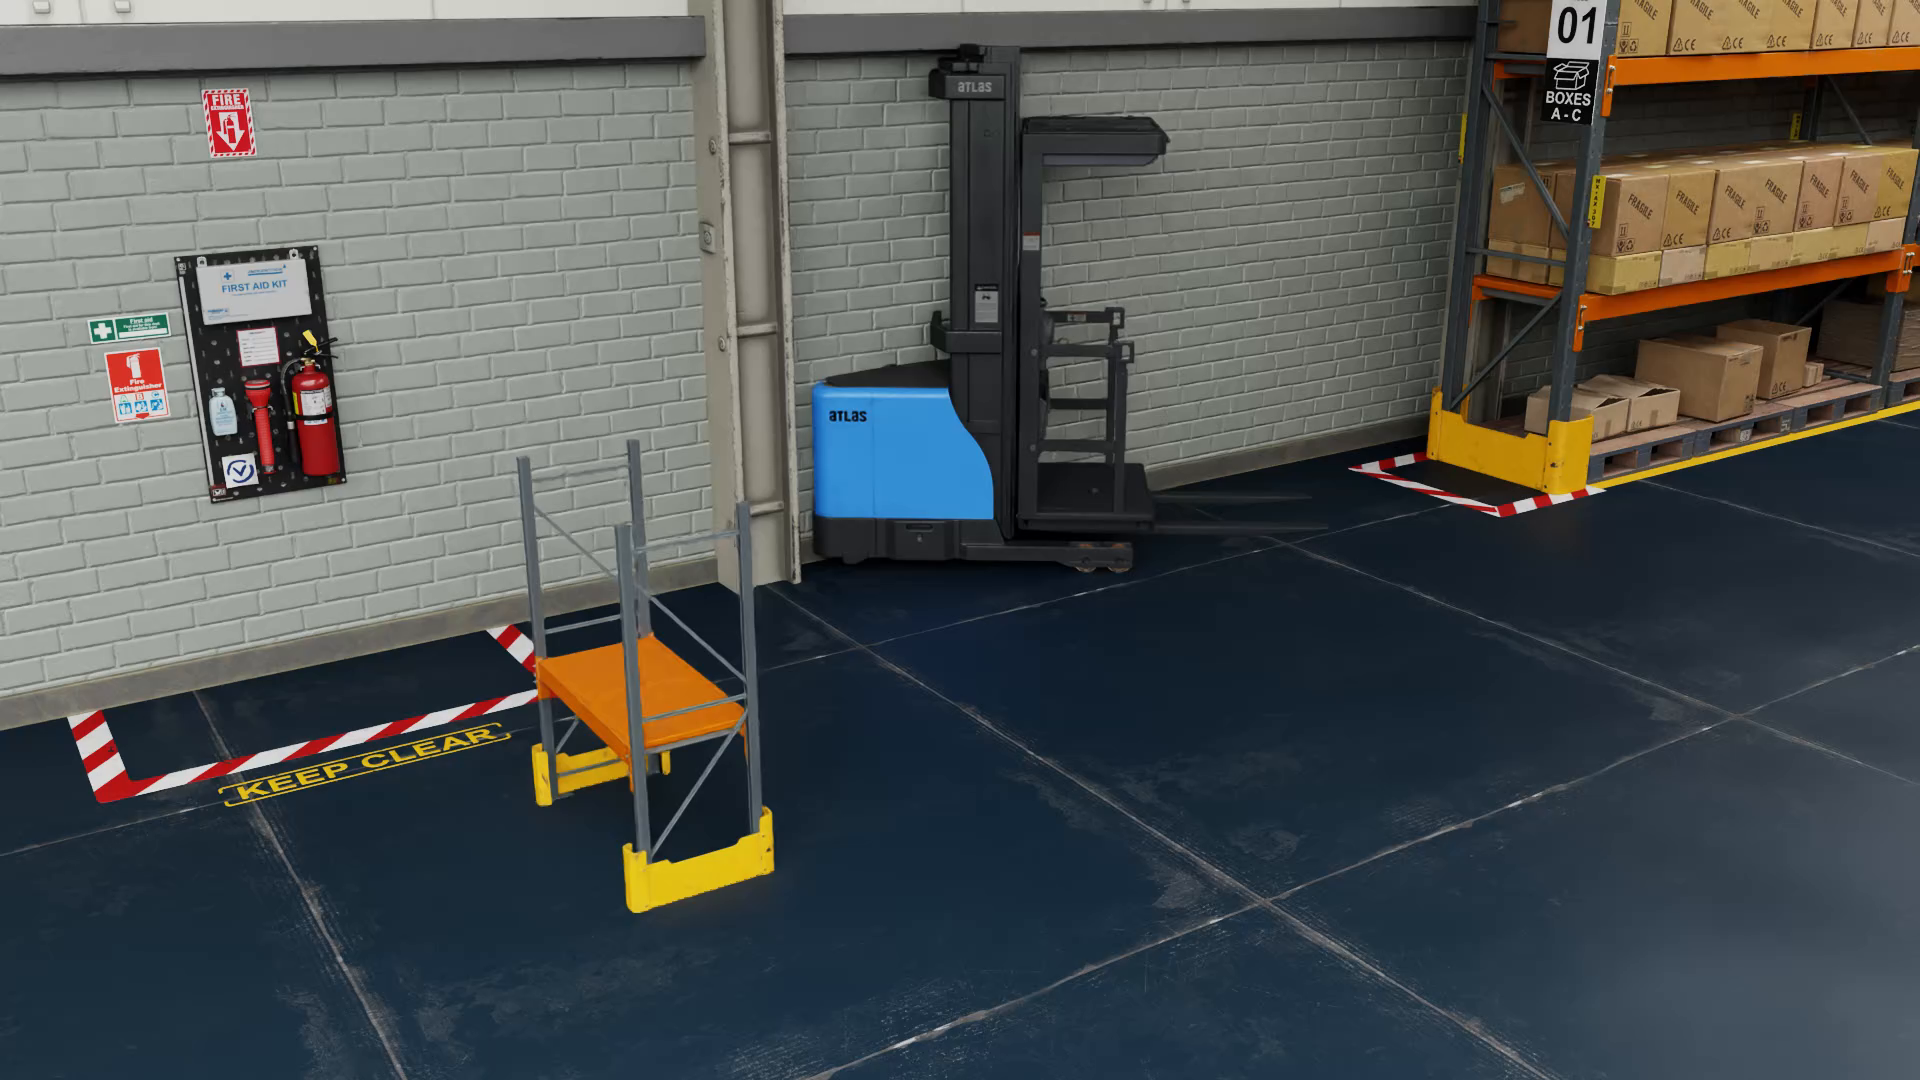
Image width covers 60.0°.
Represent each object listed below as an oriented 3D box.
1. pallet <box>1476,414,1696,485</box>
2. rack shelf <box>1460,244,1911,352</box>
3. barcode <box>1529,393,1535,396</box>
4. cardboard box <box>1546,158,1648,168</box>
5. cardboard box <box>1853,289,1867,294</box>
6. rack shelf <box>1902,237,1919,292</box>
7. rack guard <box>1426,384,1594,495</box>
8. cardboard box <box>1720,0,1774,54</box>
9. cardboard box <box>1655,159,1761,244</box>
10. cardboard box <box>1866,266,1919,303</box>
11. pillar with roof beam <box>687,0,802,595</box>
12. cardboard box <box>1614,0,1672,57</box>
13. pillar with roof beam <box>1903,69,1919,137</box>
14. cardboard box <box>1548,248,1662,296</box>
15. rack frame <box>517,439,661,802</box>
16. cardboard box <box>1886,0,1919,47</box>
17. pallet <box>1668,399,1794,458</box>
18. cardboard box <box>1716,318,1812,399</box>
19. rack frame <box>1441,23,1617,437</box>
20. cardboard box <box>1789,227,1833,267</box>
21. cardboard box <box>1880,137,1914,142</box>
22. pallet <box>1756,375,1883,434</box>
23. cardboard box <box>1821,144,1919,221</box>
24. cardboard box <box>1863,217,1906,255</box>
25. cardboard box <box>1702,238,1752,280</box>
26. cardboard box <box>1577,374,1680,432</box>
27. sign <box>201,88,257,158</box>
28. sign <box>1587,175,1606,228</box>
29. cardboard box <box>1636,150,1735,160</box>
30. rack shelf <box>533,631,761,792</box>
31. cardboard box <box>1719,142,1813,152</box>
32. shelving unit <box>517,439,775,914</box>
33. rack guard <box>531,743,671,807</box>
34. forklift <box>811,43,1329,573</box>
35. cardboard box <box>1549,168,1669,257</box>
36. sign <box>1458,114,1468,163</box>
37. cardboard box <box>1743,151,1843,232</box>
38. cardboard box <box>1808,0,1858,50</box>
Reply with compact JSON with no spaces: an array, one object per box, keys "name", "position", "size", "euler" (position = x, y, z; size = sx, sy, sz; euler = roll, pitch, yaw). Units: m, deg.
[{"name":"pallet","position":[4.509,-0.714,12.027],"size":[1.213,0.211,1.003],"euler":[-12,22,-31]},{"name":"rack shelf","position":[5.418,-1.899,12.302],"size":[4.000,0.370,1.077],"euler":[-12,22,-31]},{"name":"barcode","position":[4.170,-1.035,12.119],"size":[0.075,0.075,0.001],"euler":[-12,22,-31]},{"name":"cardboard box","position":[4.450,-2.407,11.714],"size":[0.500,0.500,0.500],"euler":[-12,22,-31]},{"name":"cardboard box","position":[8.098,-1.855,14.265],"size":[0.500,0.500,0.700],"euler":[-12,22,-32]},{"name":"rack shelf","position":[8.759,-2.604,14.386],"size":[4.000,0.370,1.077],"euler":[-12,22,-31]},{"name":"rack guard","position":[3.811,-0.717,11.585],"size":[0.348,0.500,1.175],"euler":[-12,22,-31]},{"name":"cardboard box","position":[5.064,-3.535,11.147],"size":[0.500,0.500,0.500],"euler":[-11,21,-29]},{"name":"cardboard box","position":[5.165,-2.359,11.571],"size":[0.500,0.500,0.500],"euler":[-13,22,-33]},{"name":"cardboard box","position":[8.060,-2.184,14.068],"size":[0.500,0.250,0.500],"euler":[-12,22,-33]},{"name":"pillar with roof beam","position":[1.213,-2.876,4.701],"size":[0.400,9.000,9.100],"euler":[-12,22,-31]},{"name":"cardboard box","position":[4.165,-3.358,10.622],"size":[0.500,0.500,0.500],"euler":[-11,22,-30]},{"name":"pillar with roof beam","position":[11.235,-4.990,10.953],"size":[0.400,9.000,9.100],"euler":[-12,22,-31]},{"name":"cardboard box","position":[4.330,-1.827,11.169],"size":[0.500,0.250,0.500],"euler":[-13,22,-33]},{"name":"rack frame","position":[-1.522,0.344,6.884],"size":[0.500,1.500,0.032],"euler":[-12,22,-31]},{"name":"cardboard box","position":[6.801,-3.915,12.269],"size":[0.500,0.500,0.500],"euler":[-11,22,-30]},{"name":"pallet","position":[5.527,-0.927,12.658],"size":[1.213,0.211,1.003],"euler":[-12,22,-31]},{"name":"cardboard box","position":[6.244,-1.423,12.987],"size":[0.500,0.500,0.500],"euler":[-14,23,-35]},{"name":"rack frame","position":[3.748,-1.888,11.145],"size":[0.127,3.000,1.000],"euler":[-12,22,-31]},{"name":"cardboard box","position":[6.027,-2.188,12.236],"size":[0.500,0.250,0.500],"euler":[-12,22,-32]},{"name":"cardboard box","position":[8.003,-3.025,13.666],"size":[0.500,0.500,0.700],"euler":[-9,21,-26]},{"name":"pallet","position":[6.547,-1.144,13.298],"size":[1.213,0.211,1.003],"euler":[-12,22,-31]},{"name":"cardboard box","position":[6.864,-2.720,12.639],"size":[0.500,0.500,0.500],"euler":[-12,22,-32]},{"name":"cardboard box","position":[6.860,-2.366,12.763],"size":[0.500,0.250,0.500],"euler":[-12,22,-31]},{"name":"cardboard box","position":[5.185,-2.011,11.711],"size":[0.500,0.250,0.500],"euler":[-12,22,-32]},{"name":"cardboard box","position":[4.851,-1.021,12.092],"size":[0.500,0.311,0.500],"euler":[-10,21,-27]},{"name":"sign","position":[-3.301,-1.884,7.514],"size":[0.199,0.298,0.001],"euler":[-12,22,-31]},{"name":"sign","position":[4.046,-2.153,10.577],"size":[0.005,0.325,0.100],"euler":[-12,22,-31]},{"name":"cardboard box","position":[5.300,-2.588,12.249],"size":[0.500,0.500,0.500],"euler":[-12,22,-31]},{"name":"rack shelf","position":[-1.246,0.652,6.537],"size":[0.538,0.185,1.000],"euler":[-12,22,-31]},{"name":"cardboard box","position":[6.147,-2.769,12.784],"size":[0.500,0.500,0.500],"euler":[-12,22,-32]},{"name":"shelving unit","position":[-1.251,0.479,6.487],"size":[0.587,1.500,1.083],"euler":[-12,22,-31]},{"name":"rack guard","position":[-1.521,0.937,7.083],"size":[0.587,0.250,0.087],"euler":[-12,22,-31]},{"name":"forklift","position":[0.666,-1.371,9.723],"size":[3.031,2.935,1.130],"euler":[1,19,2]},{"name":"cardboard box","position":[4.312,-2.185,11.057],"size":[0.500,0.500,0.500],"euler":[-12,22,-31]},{"name":"sign","position":[3.459,-2.738,11.359],"size":[0.005,0.325,0.100],"euler":[-12,22,-31]},{"name":"cardboard box","position":[6.023,-2.545,12.120],"size":[0.500,0.500,0.500],"euler":[-13,22,-33]},{"name":"cardboard box","position":[5.931,-3.722,11.699],"size":[0.500,0.500,0.500],"euler":[-13,23,-33]}]
